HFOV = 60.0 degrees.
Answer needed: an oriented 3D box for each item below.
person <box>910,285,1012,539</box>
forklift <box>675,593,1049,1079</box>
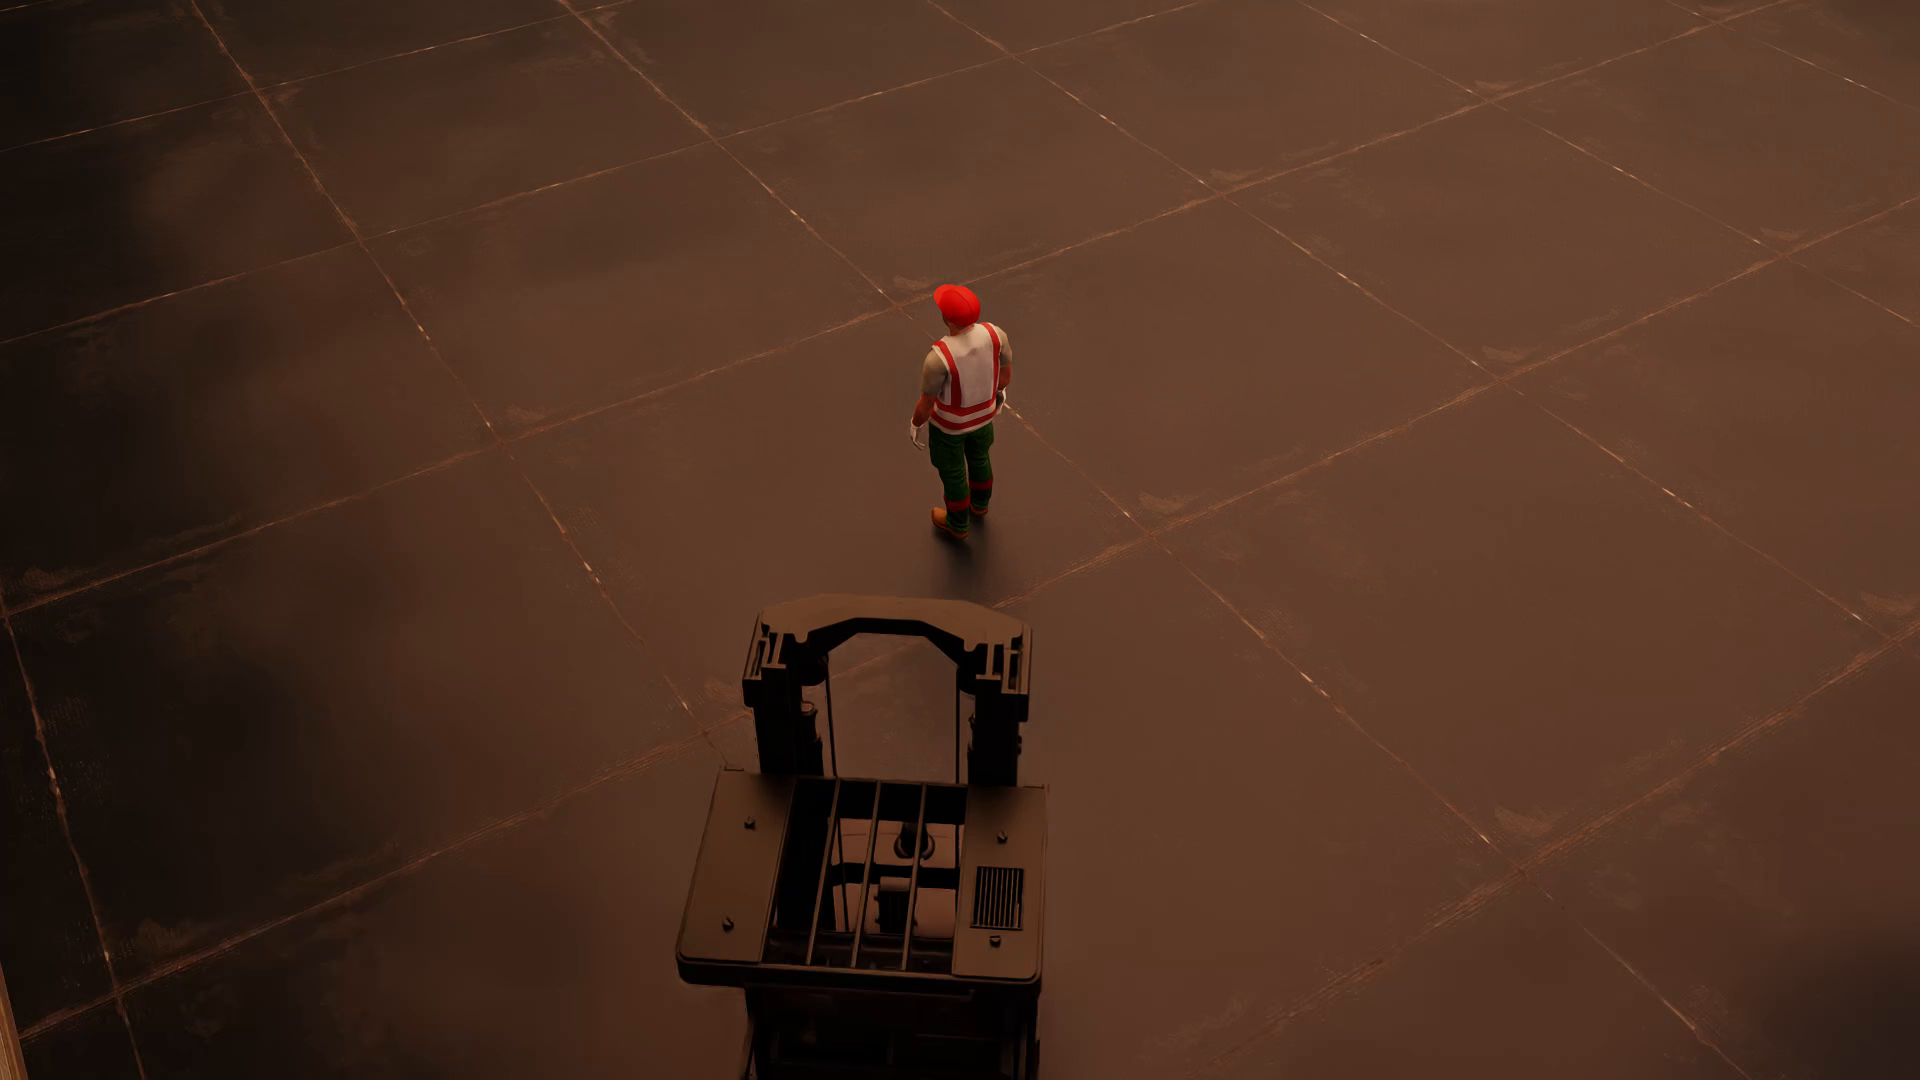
[{"bbox_3d":[-0.034,-0.758,9.534,0.638,1.789,0.561,-23,46,-24],"label":"person"},{"bbox_3d":[-0.272,1.739,5.881,1.130,2.935,3.031,3,41,3],"label":"forklift"}]
